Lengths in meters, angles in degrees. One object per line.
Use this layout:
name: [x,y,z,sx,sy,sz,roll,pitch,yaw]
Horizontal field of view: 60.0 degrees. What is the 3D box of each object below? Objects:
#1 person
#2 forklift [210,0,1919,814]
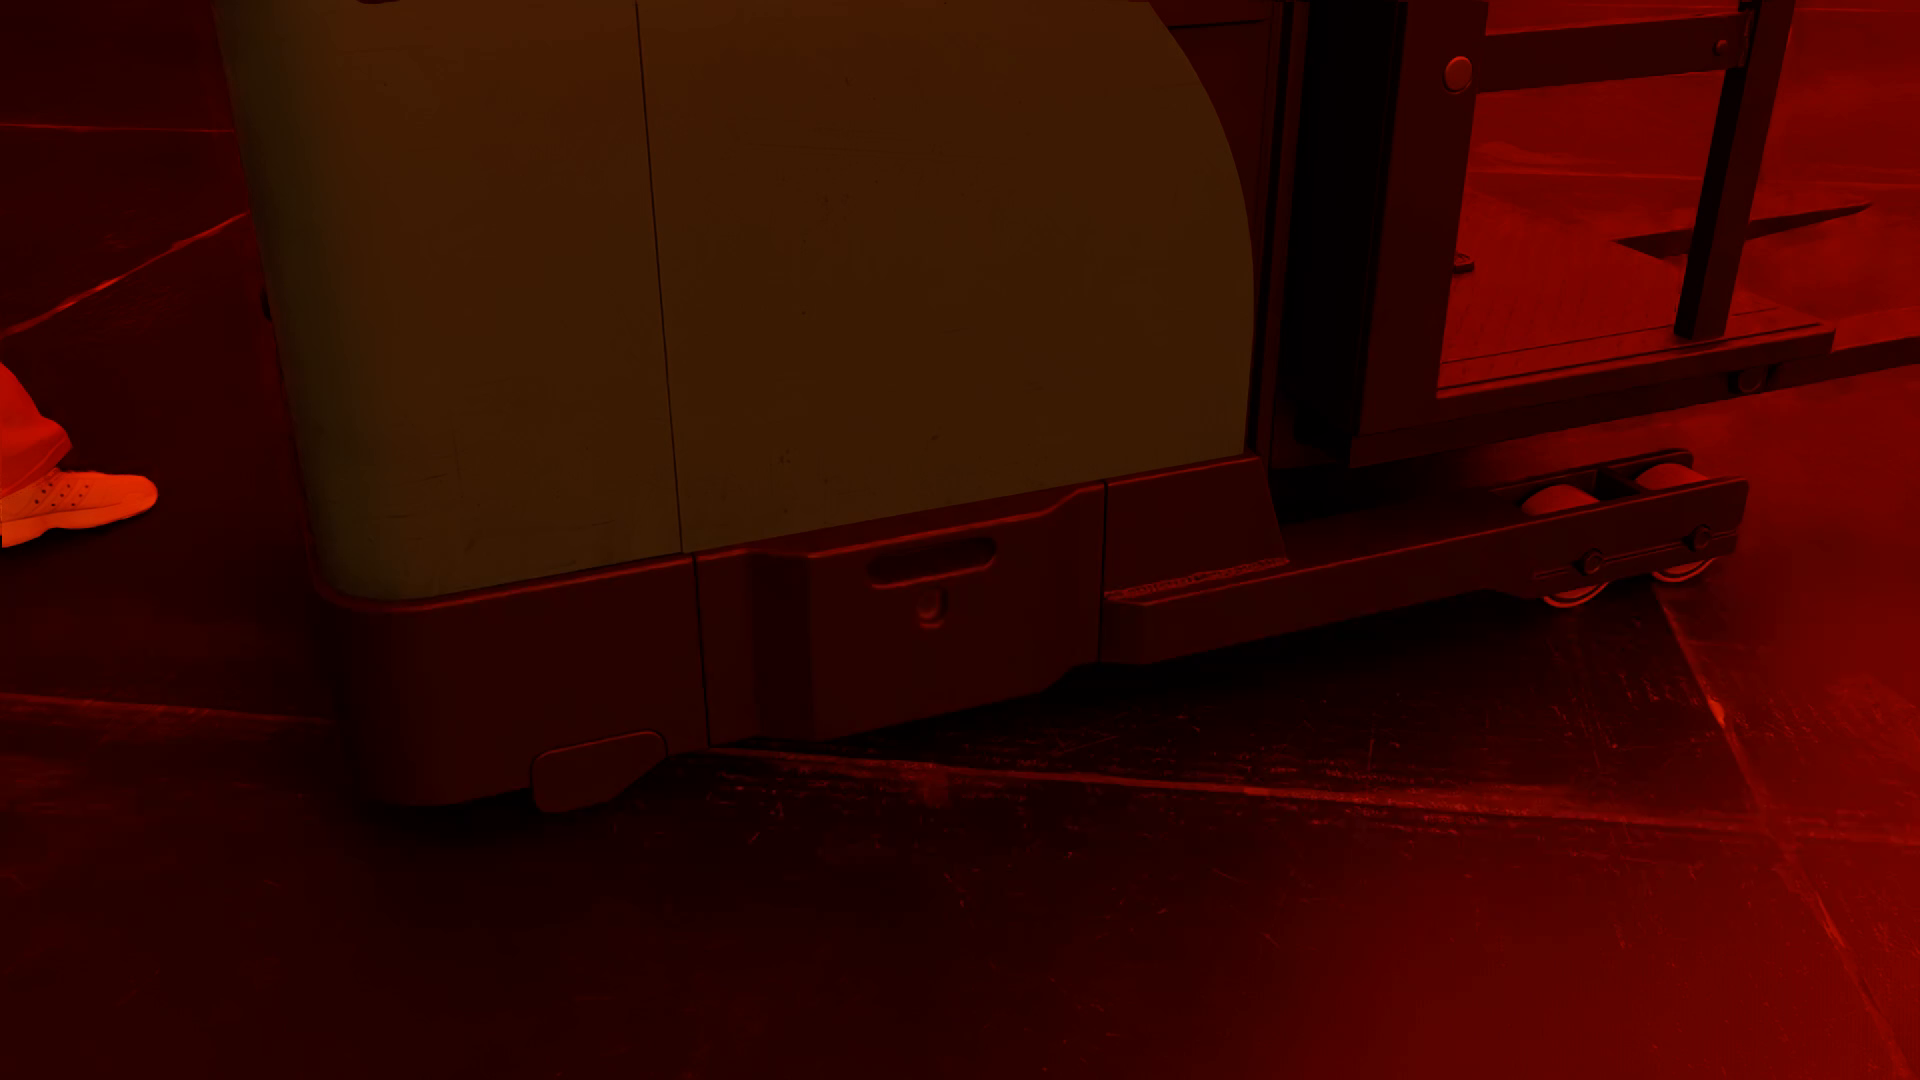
person: [-1.975,-0.641,2.234,1.429,1.396,0.707,2,27,5]
forklift: [0.564,-1.424,2.072,3.031,2.935,1.130,-11,28,-20]
